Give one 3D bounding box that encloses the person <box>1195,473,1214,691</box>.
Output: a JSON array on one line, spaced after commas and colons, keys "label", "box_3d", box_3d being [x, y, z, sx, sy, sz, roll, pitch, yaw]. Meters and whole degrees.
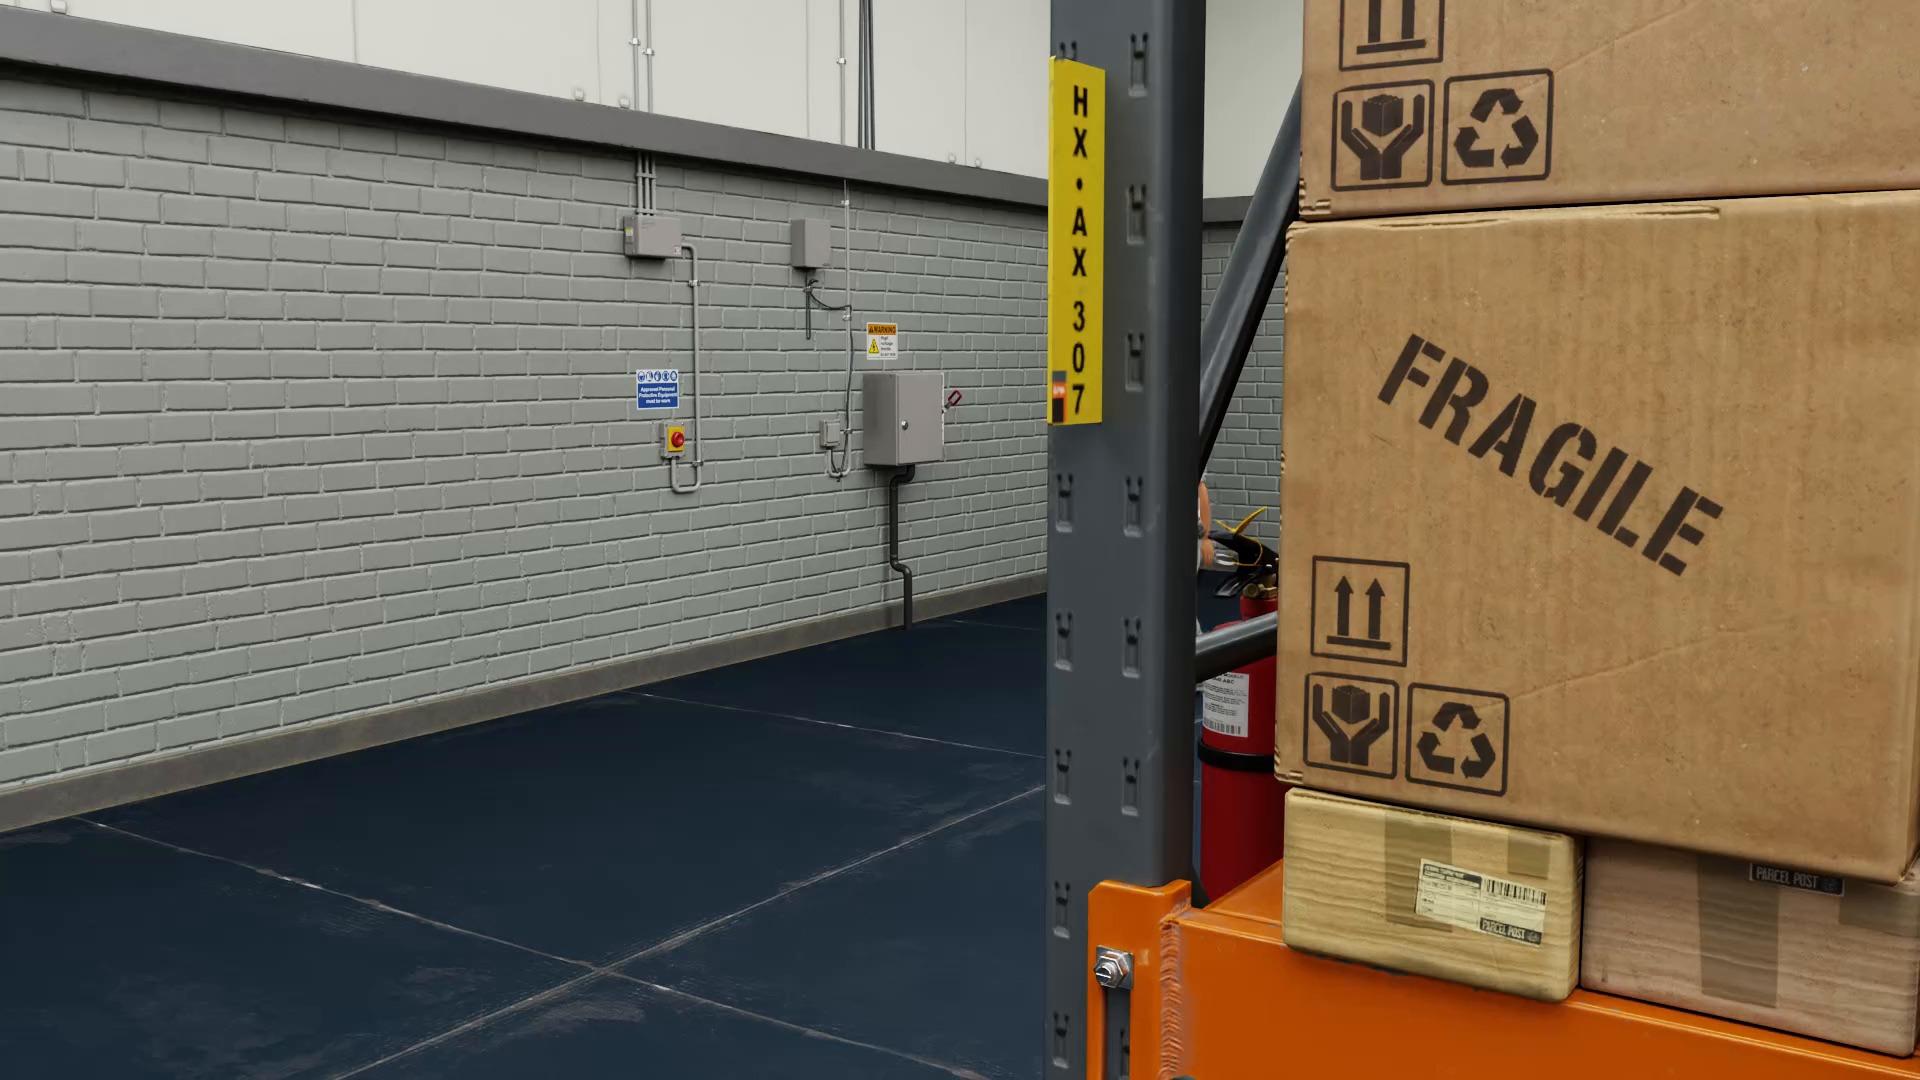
[{"label": "person", "box_3d": [1.080, 0.010, 8.818, 0.540, 1.652, 0.490, 6, 9, 42]}]
